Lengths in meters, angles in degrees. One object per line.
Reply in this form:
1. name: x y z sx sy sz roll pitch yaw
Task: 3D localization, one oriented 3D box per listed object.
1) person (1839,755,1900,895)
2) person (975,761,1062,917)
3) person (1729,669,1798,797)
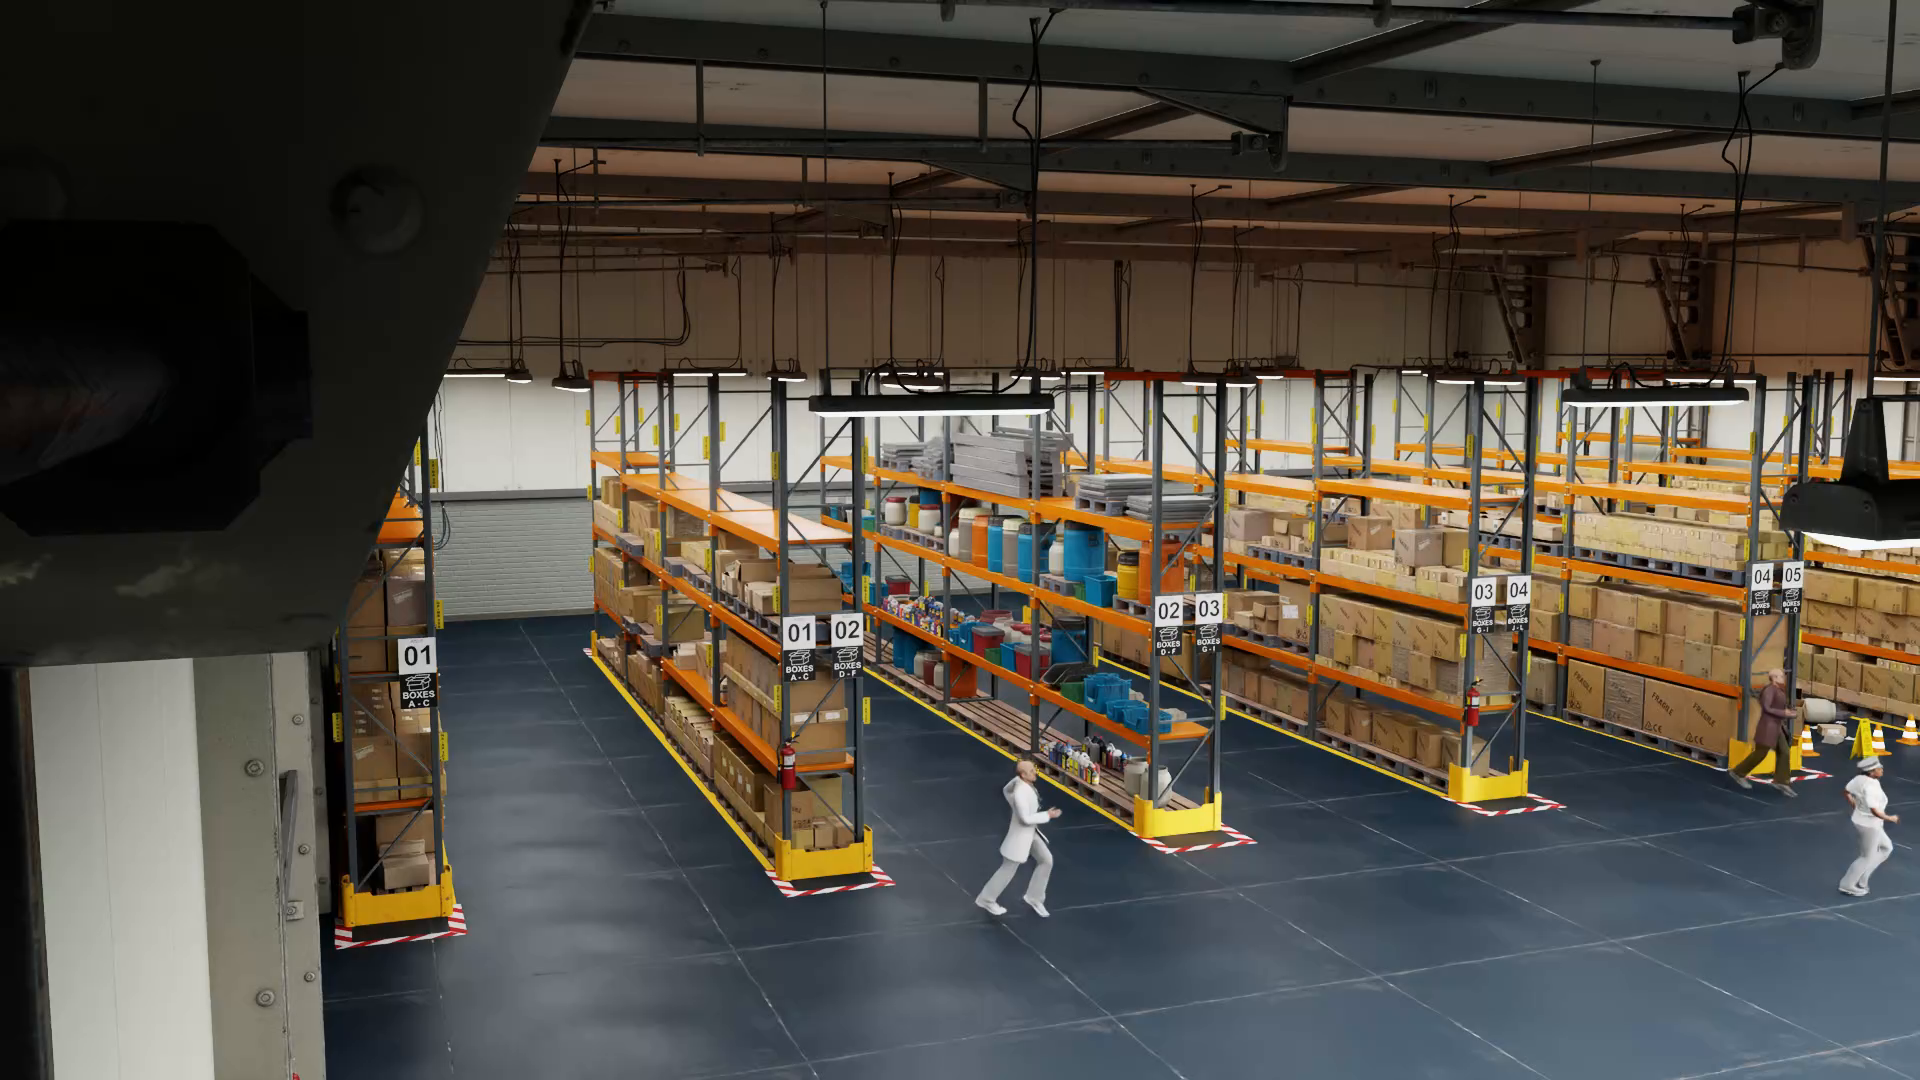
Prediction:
1. person: 10.656 3.331 19.476 0.603 1.658 0.579 2 7 14
2. person: 0.674 3.368 18.728 0.972 1.825 0.732 1 7 12
3. person: 11.715 2.765 24.109 0.927 1.827 0.733 5 8 39
